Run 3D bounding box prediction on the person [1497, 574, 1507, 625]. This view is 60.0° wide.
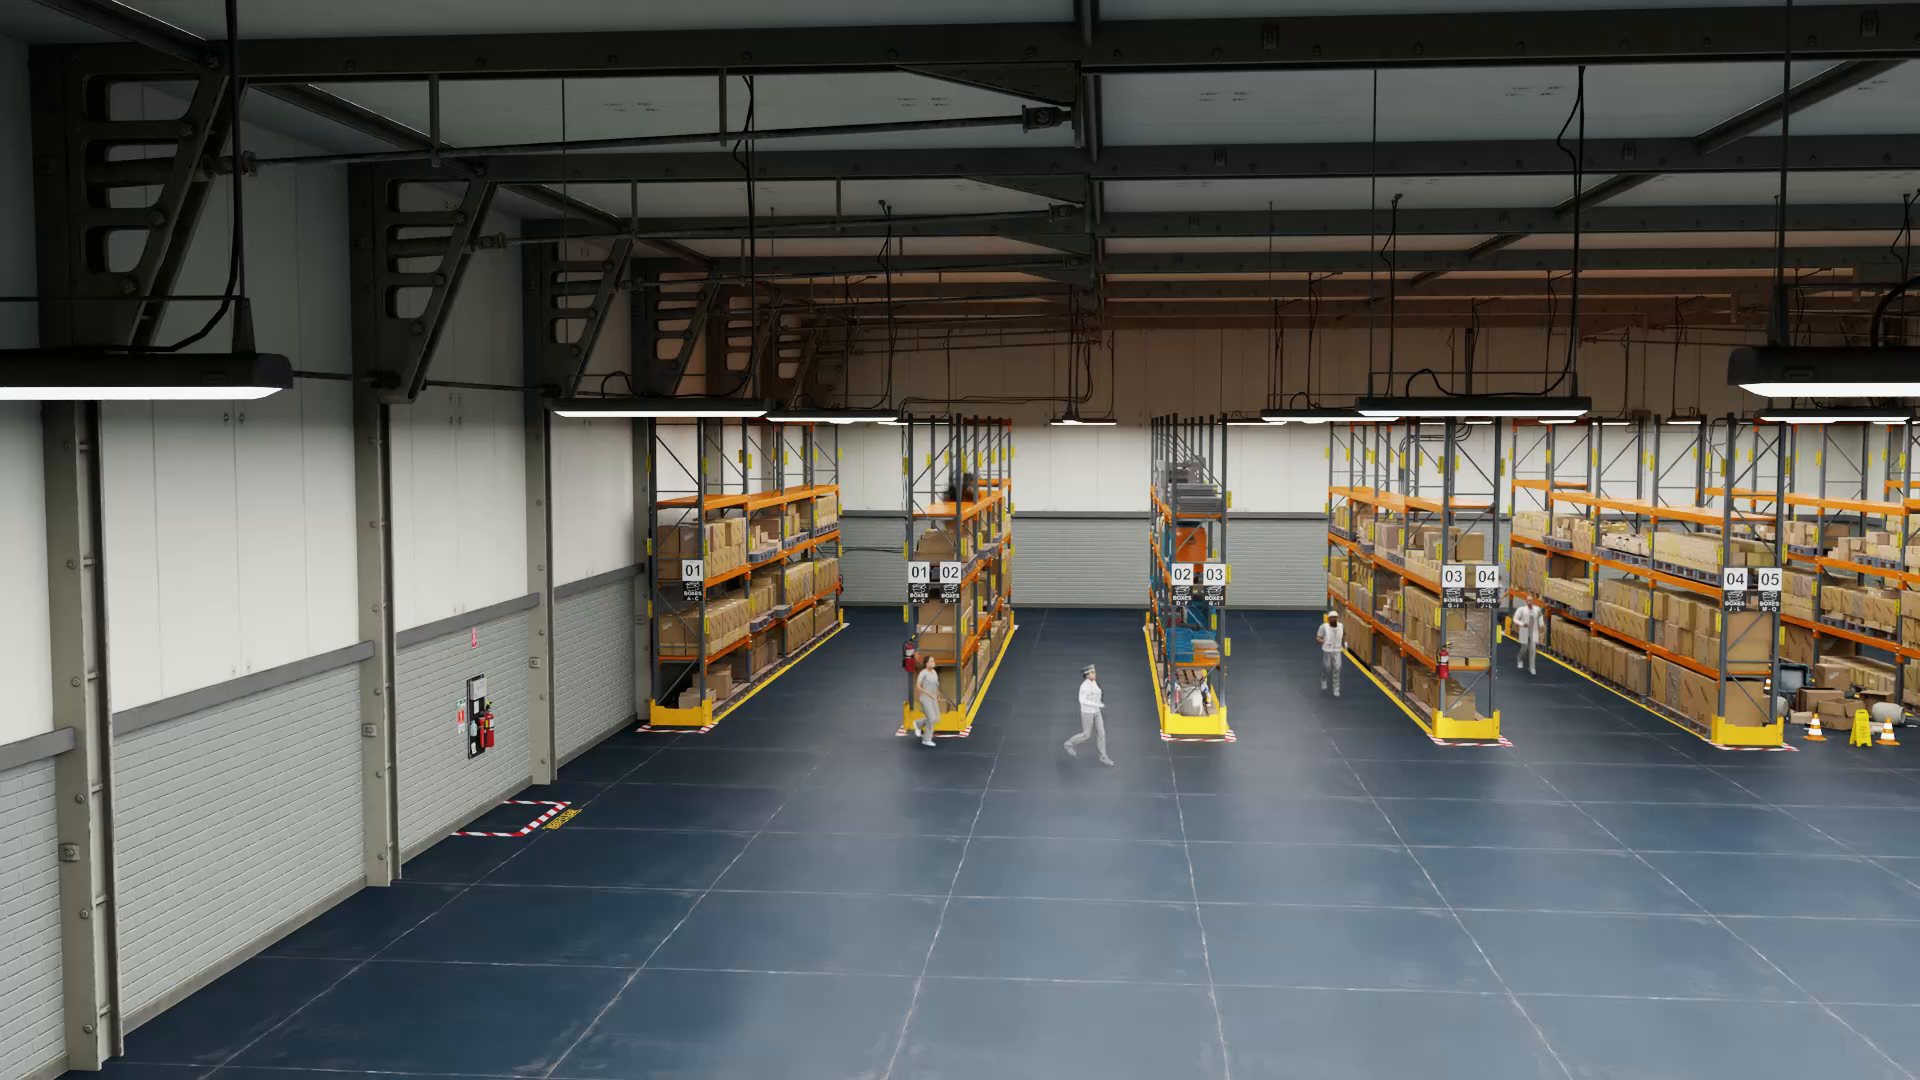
[{"bbox_3d":[15.101,1.754,47.099,0.809,1.590,0.668,0,4,-6],"label":"person"}]

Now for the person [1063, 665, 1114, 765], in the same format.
[{"bbox_3d":[2.221,2.969,28.406,0.914,1.699,0.628,3,5,33],"label":"person"}]

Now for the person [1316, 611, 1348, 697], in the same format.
[{"bbox_3d":[8.014,2.417,35.798,0.707,1.801,0.879,0,4,-1],"label":"person"}]

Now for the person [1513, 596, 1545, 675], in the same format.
[{"bbox_3d":[13.349,2.230,39.044,0.734,1.754,0.934,0,4,3],"label":"person"}]

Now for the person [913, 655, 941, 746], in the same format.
[{"bbox_3d":[-0.607,2.897,30.183,0.618,1.638,0.608,3,5,37],"label":"person"}]
